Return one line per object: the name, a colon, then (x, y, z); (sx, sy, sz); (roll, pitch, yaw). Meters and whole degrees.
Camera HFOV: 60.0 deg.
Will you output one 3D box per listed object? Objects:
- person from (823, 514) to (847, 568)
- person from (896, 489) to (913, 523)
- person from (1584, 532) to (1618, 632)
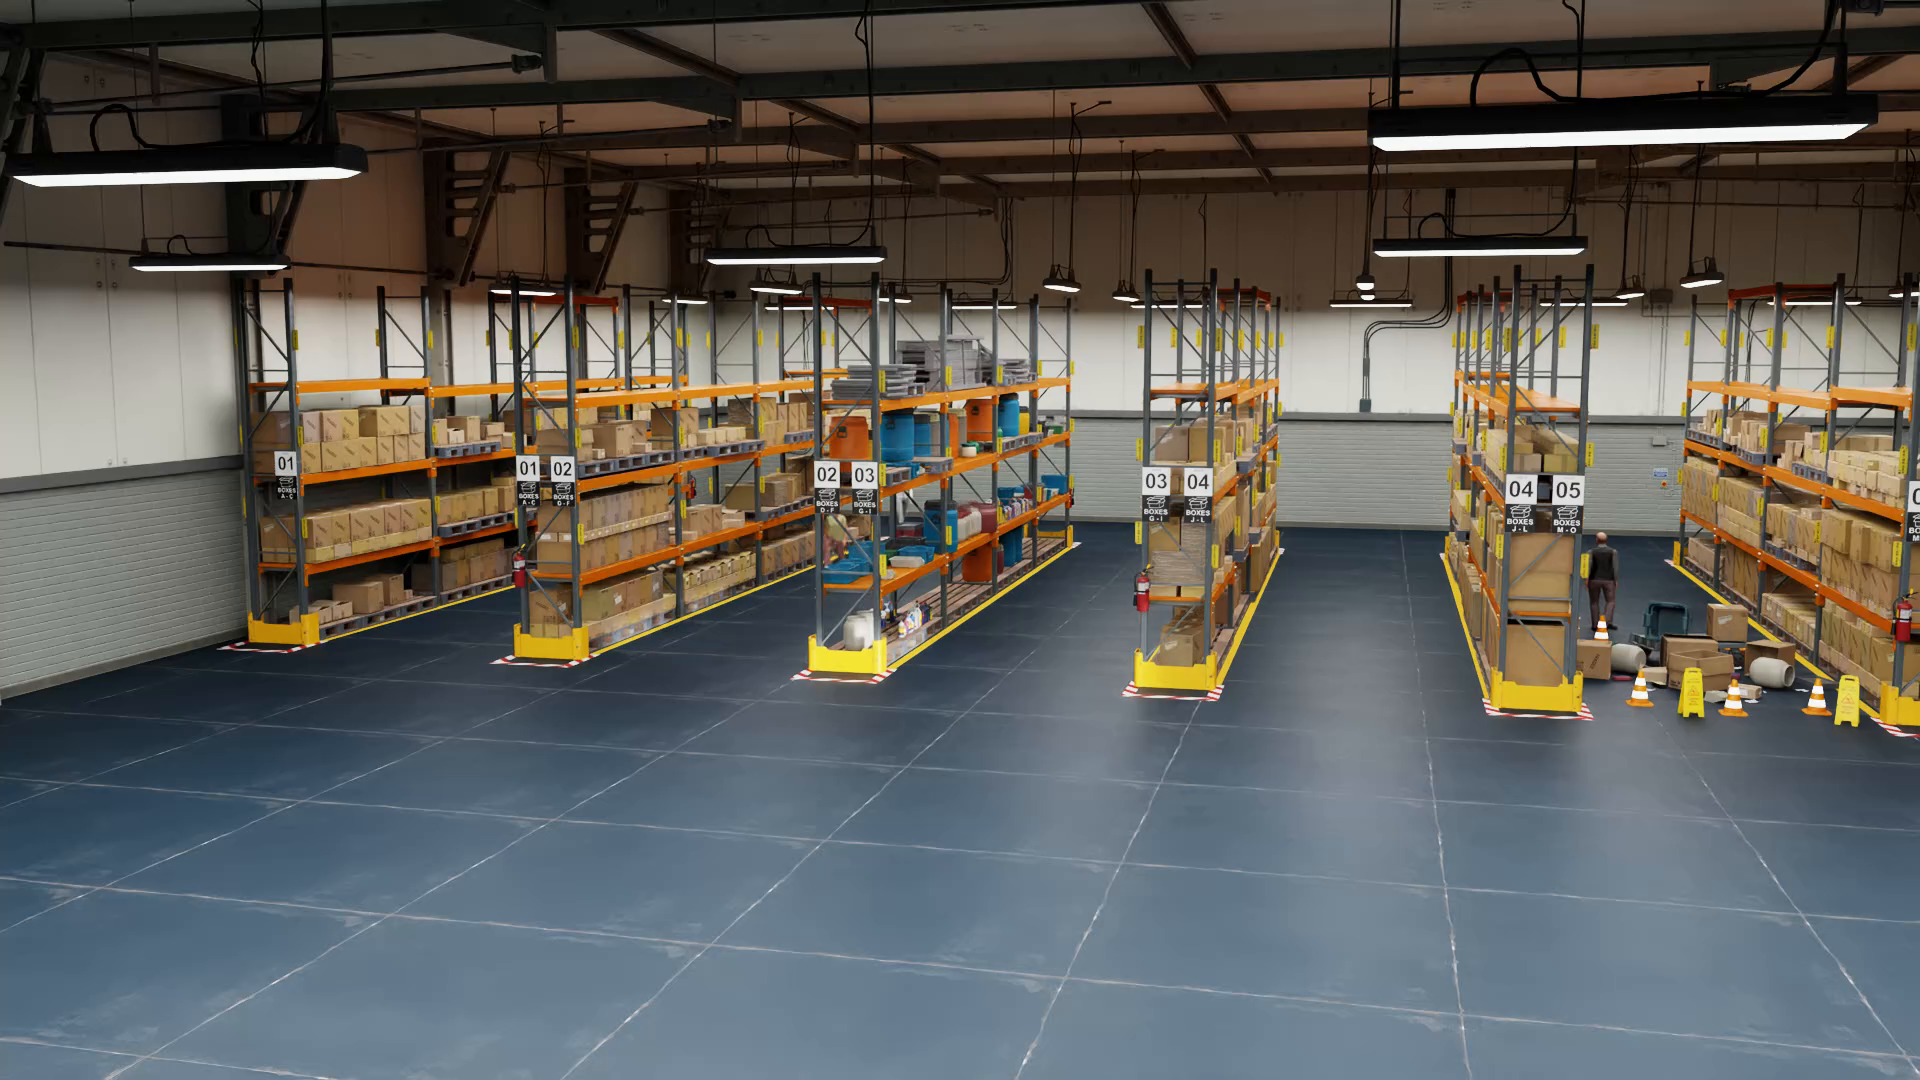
person: (-2.599, 0.028, 34.516); (0.514, 1.157, 1.081); (1, 7, 6)
person: (-1.518, -1.118, 44.157); (0.507, 1.603, 1.068); (-2, 7, -14)
person: (11.041, 0.728, 28.633); (0.566, 1.720, 0.537); (2, 7, 12)
